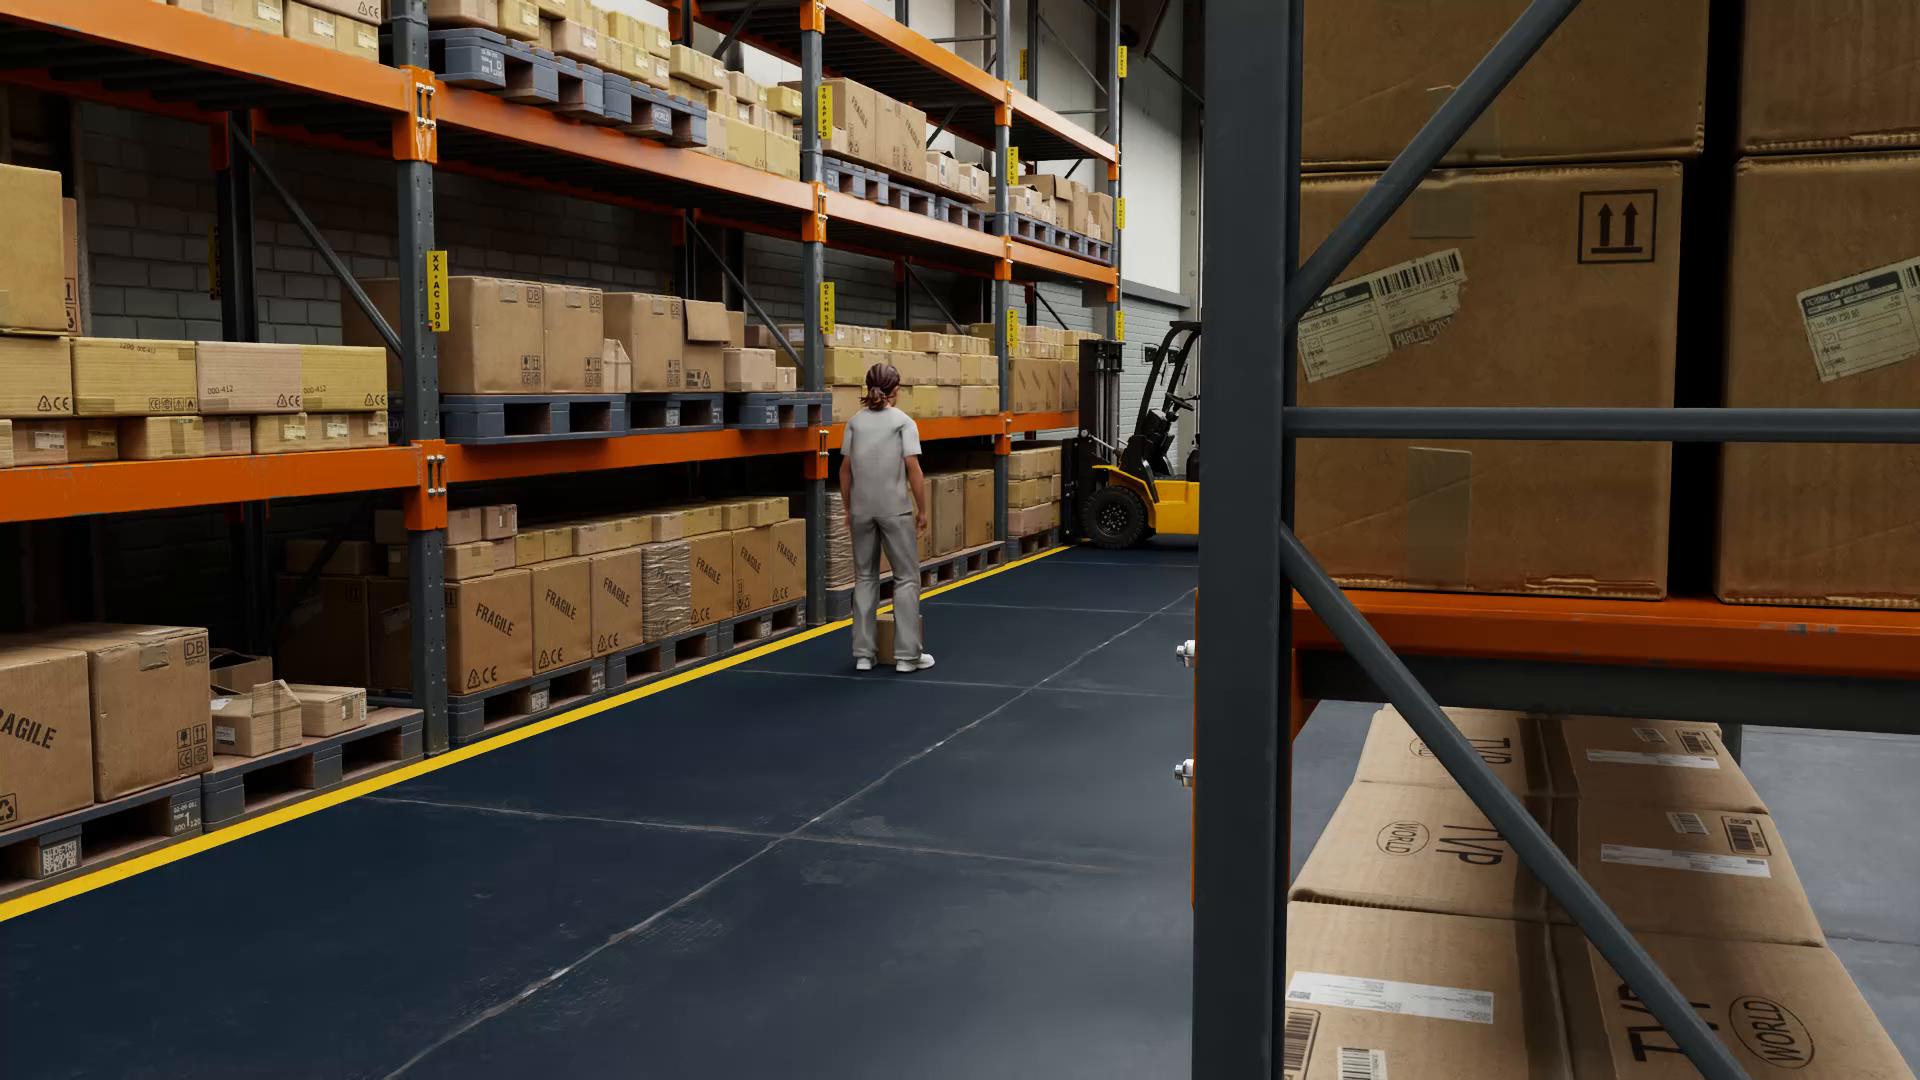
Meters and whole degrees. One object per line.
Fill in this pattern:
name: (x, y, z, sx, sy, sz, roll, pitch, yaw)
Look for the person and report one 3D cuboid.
person: (-0.416, -0.127, 9.073, 0.489, 1.673, 0.358, 2, 6, 18)
